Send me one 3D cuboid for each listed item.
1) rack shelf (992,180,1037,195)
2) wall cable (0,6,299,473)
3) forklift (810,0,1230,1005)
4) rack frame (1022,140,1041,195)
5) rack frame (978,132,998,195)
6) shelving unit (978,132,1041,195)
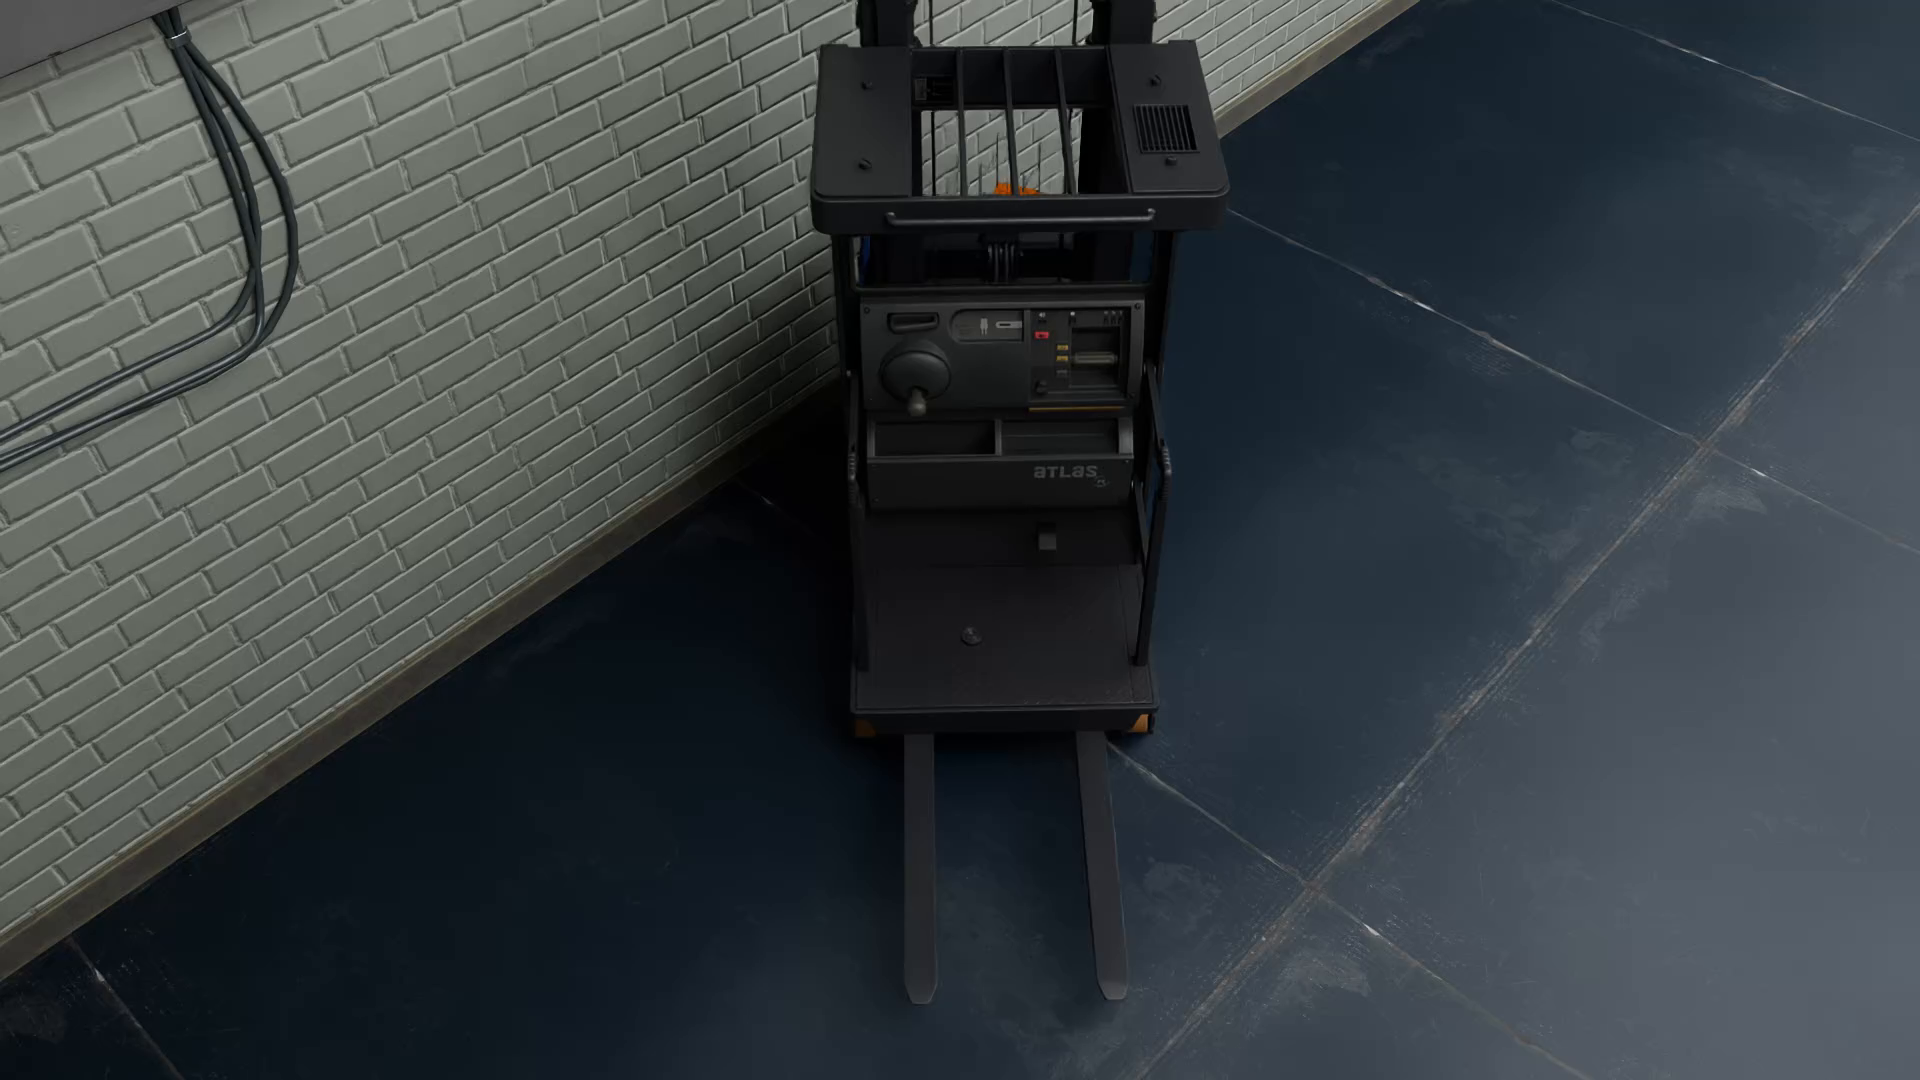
[{"bbox_3d":[0.204,-1.363,6.880,0.180,0.103,0.258,14,49,13],"label":"rack shelf"},{"bbox_3d":[-2.974,-0.696,3.469,0.112,2.526,3.097,34,55,28],"label":"wall cable"},{"bbox_3d":[0.146,-0.510,5.327,1.130,2.935,3.031,-1,47,-1],"label":"forklift"},{"bbox_3d":[0.295,-1.127,7.089,0.006,1.200,0.240,14,49,13],"label":"rack frame"},{"bbox_3d":[0.122,-1.169,7.131,0.006,1.200,0.240,14,49,13],"label":"rack frame"},{"bbox_3d":[0.208,-1.148,7.110,0.189,1.200,0.258,14,49,13],"label":"shelving unit"}]
